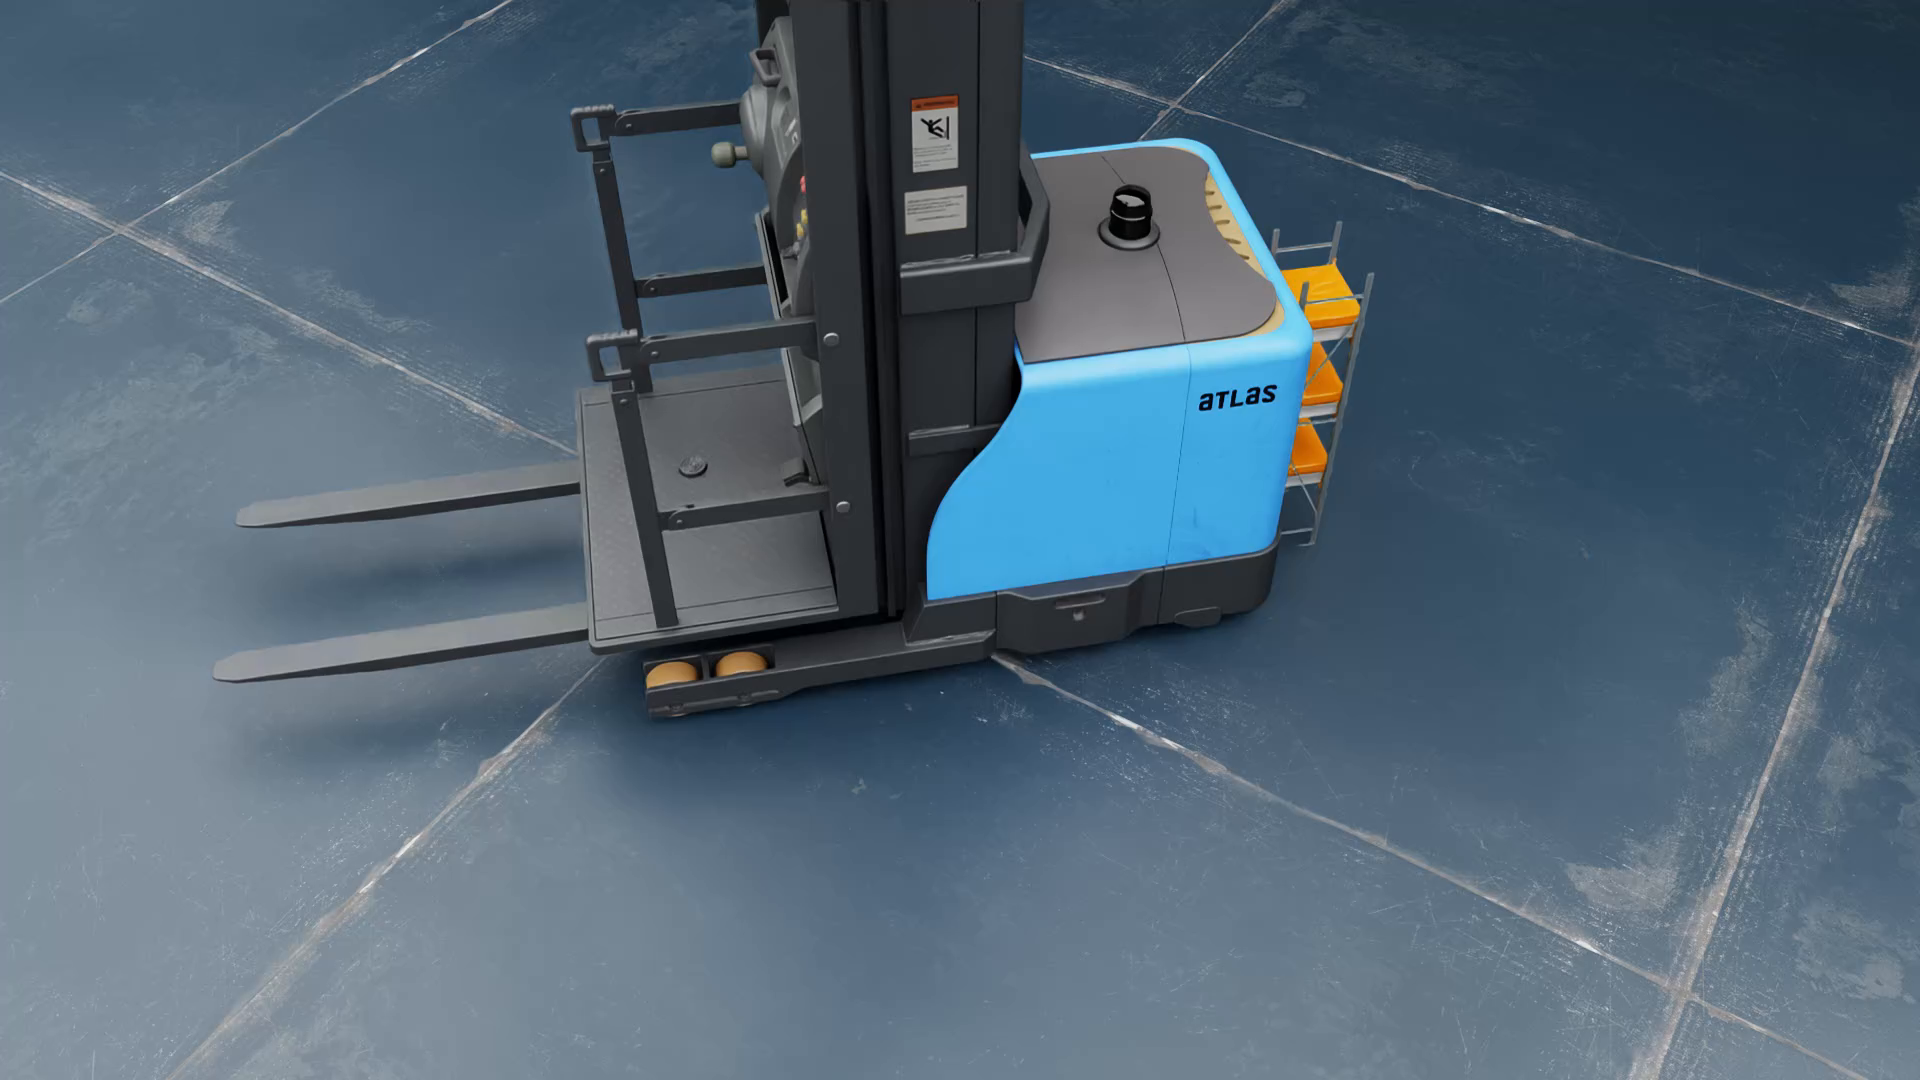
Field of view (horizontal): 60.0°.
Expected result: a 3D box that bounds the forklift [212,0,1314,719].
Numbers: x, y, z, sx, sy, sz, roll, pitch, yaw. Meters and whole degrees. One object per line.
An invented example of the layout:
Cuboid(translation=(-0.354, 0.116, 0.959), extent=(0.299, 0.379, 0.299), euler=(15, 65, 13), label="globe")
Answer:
Cuboid(translation=(-0.635, -0.931, 4.111), extent=(3.031, 2.935, 1.130), euler=(-8, 46, -8), label="forklift")

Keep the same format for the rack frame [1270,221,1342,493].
Cuboid(translation=(0.971, -0.510, 5.014), extent=(0.200, 1.050, 0.008), euler=(-8, 46, -8), label="rack frame")

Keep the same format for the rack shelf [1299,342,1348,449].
Cuboid(translation=(0.994, -0.417, 4.938), extent=(0.215, 0.259, 0.240), euler=(-8, 46, -8), label="rack shelf")

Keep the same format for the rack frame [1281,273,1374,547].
Cuboid(translation=(1.018, -0.339, 4.847), extent=(0.200, 1.050, 0.008), euler=(-8, 46, -8), label="rack frame")

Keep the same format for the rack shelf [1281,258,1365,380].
Cuboid(translation=(0.994, -0.615, 4.735), extent=(0.215, 0.259, 0.240), euler=(-8, 46, -8), label="rack shelf")

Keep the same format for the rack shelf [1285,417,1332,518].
Cuboid(translation=(0.994, -0.224, 5.137), extent=(0.215, 0.259, 0.240), euler=(-8, 46, -8), label="rack shelf")

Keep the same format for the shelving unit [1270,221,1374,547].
Cuboid(translation=(0.994, -0.425, 4.931), extent=(0.215, 1.050, 0.252), euler=(-8, 46, -8), label="shelving unit")
